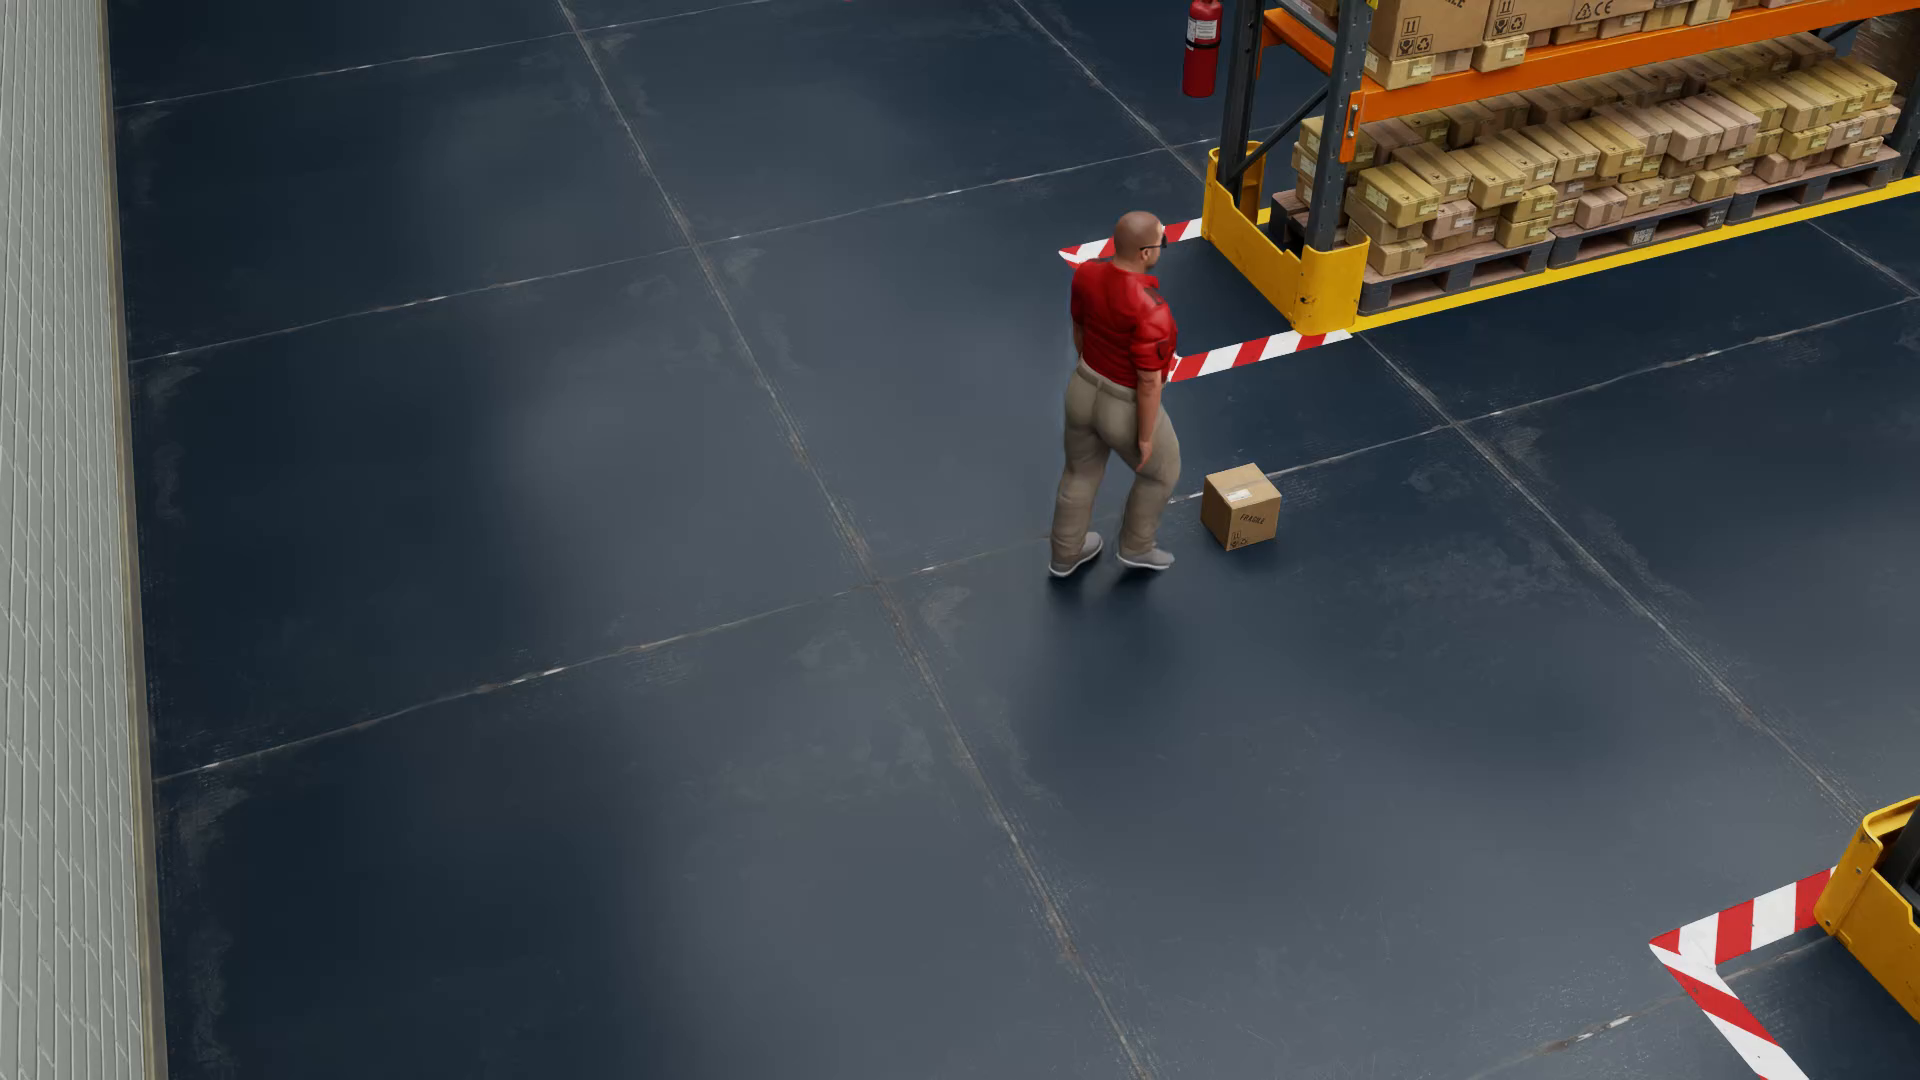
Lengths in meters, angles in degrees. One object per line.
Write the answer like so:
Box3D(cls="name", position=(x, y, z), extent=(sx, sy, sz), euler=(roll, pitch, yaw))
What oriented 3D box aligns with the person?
Box3D(cls="person", position=(0.643, -0.535, 6.807), extent=(0.553, 1.792, 0.521), euler=(33, 51, 31))
